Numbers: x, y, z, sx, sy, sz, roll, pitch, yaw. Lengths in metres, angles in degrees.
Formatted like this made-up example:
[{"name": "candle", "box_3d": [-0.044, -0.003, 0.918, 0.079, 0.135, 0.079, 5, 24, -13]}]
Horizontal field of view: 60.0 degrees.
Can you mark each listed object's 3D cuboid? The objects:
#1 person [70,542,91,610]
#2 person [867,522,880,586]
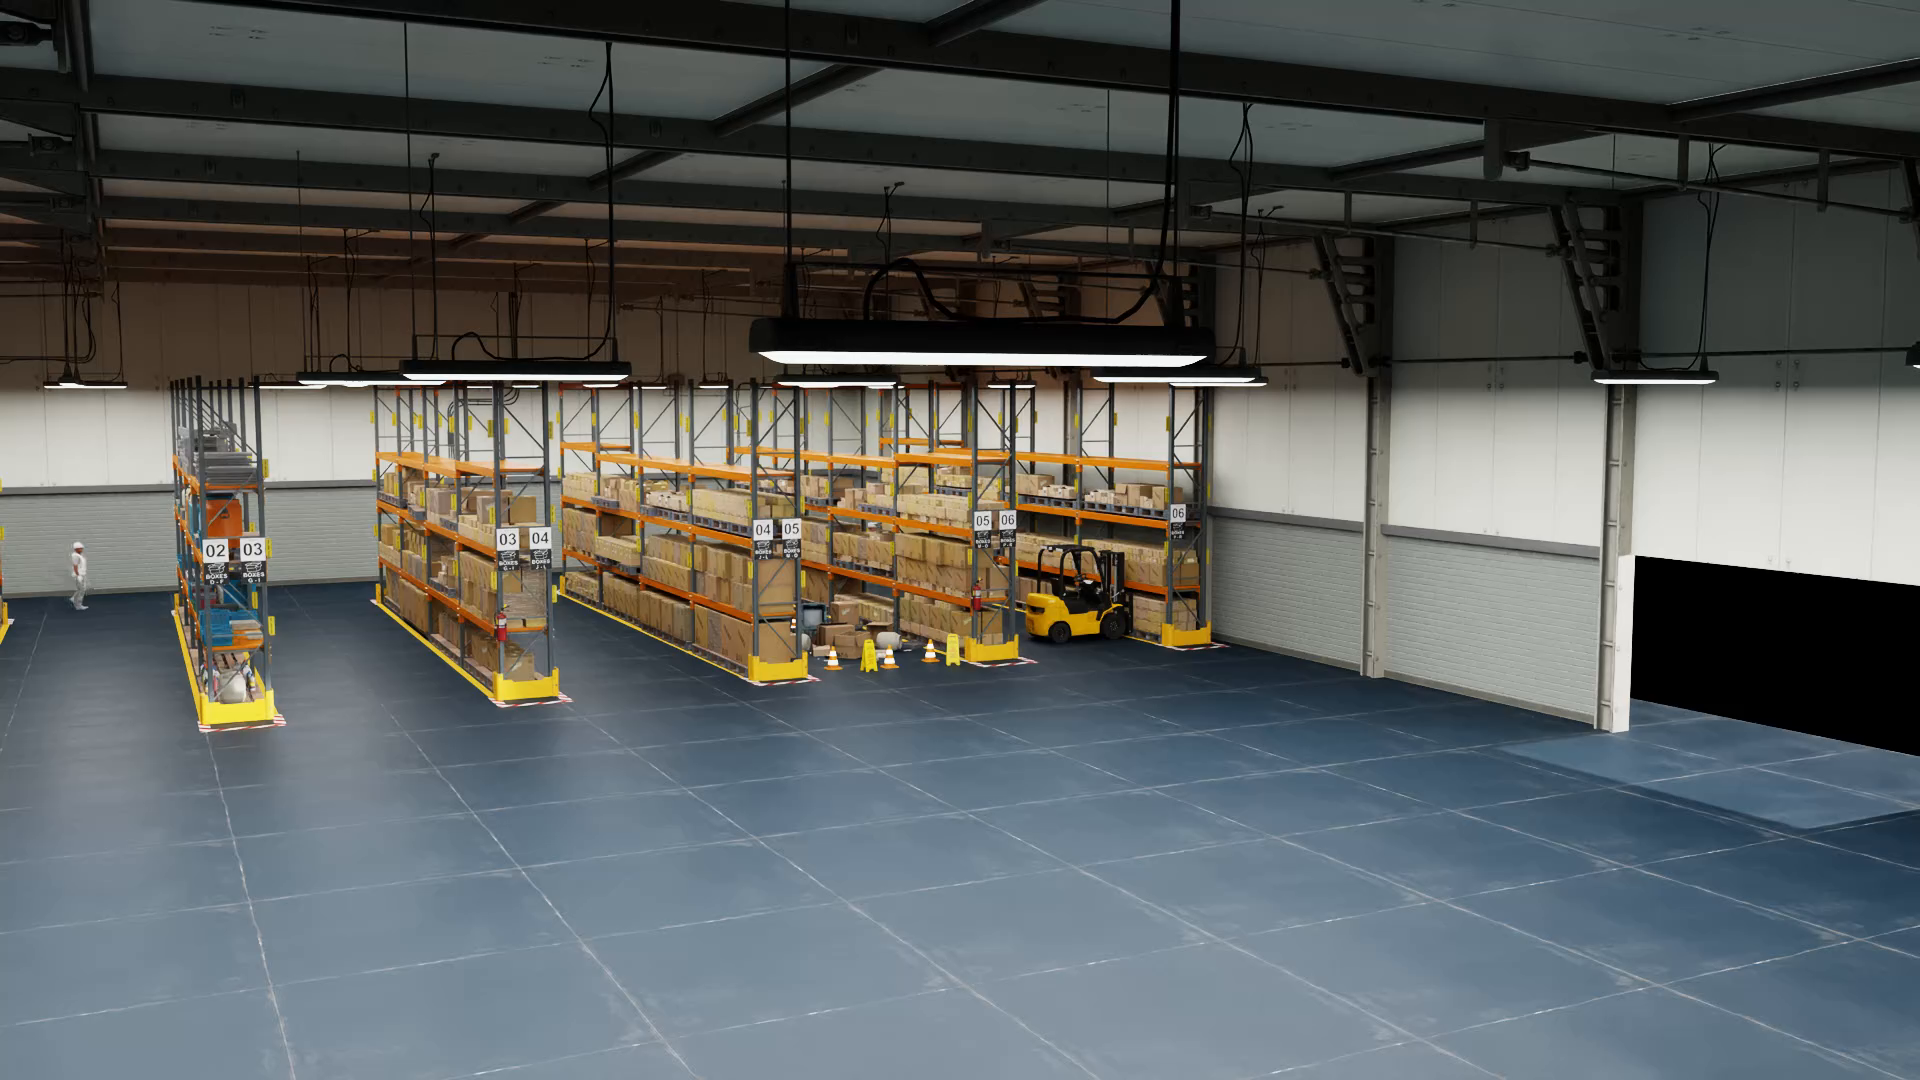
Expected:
[{"name": "person", "box_3d": [-23.086, 0.942, 43.569, 0.501, 1.772, 0.568, -2, 5, -21]}, {"name": "person", "box_3d": [-2.475, 0.387, 46.586, 0.603, 1.782, 0.454, 3, 6, 29]}]
